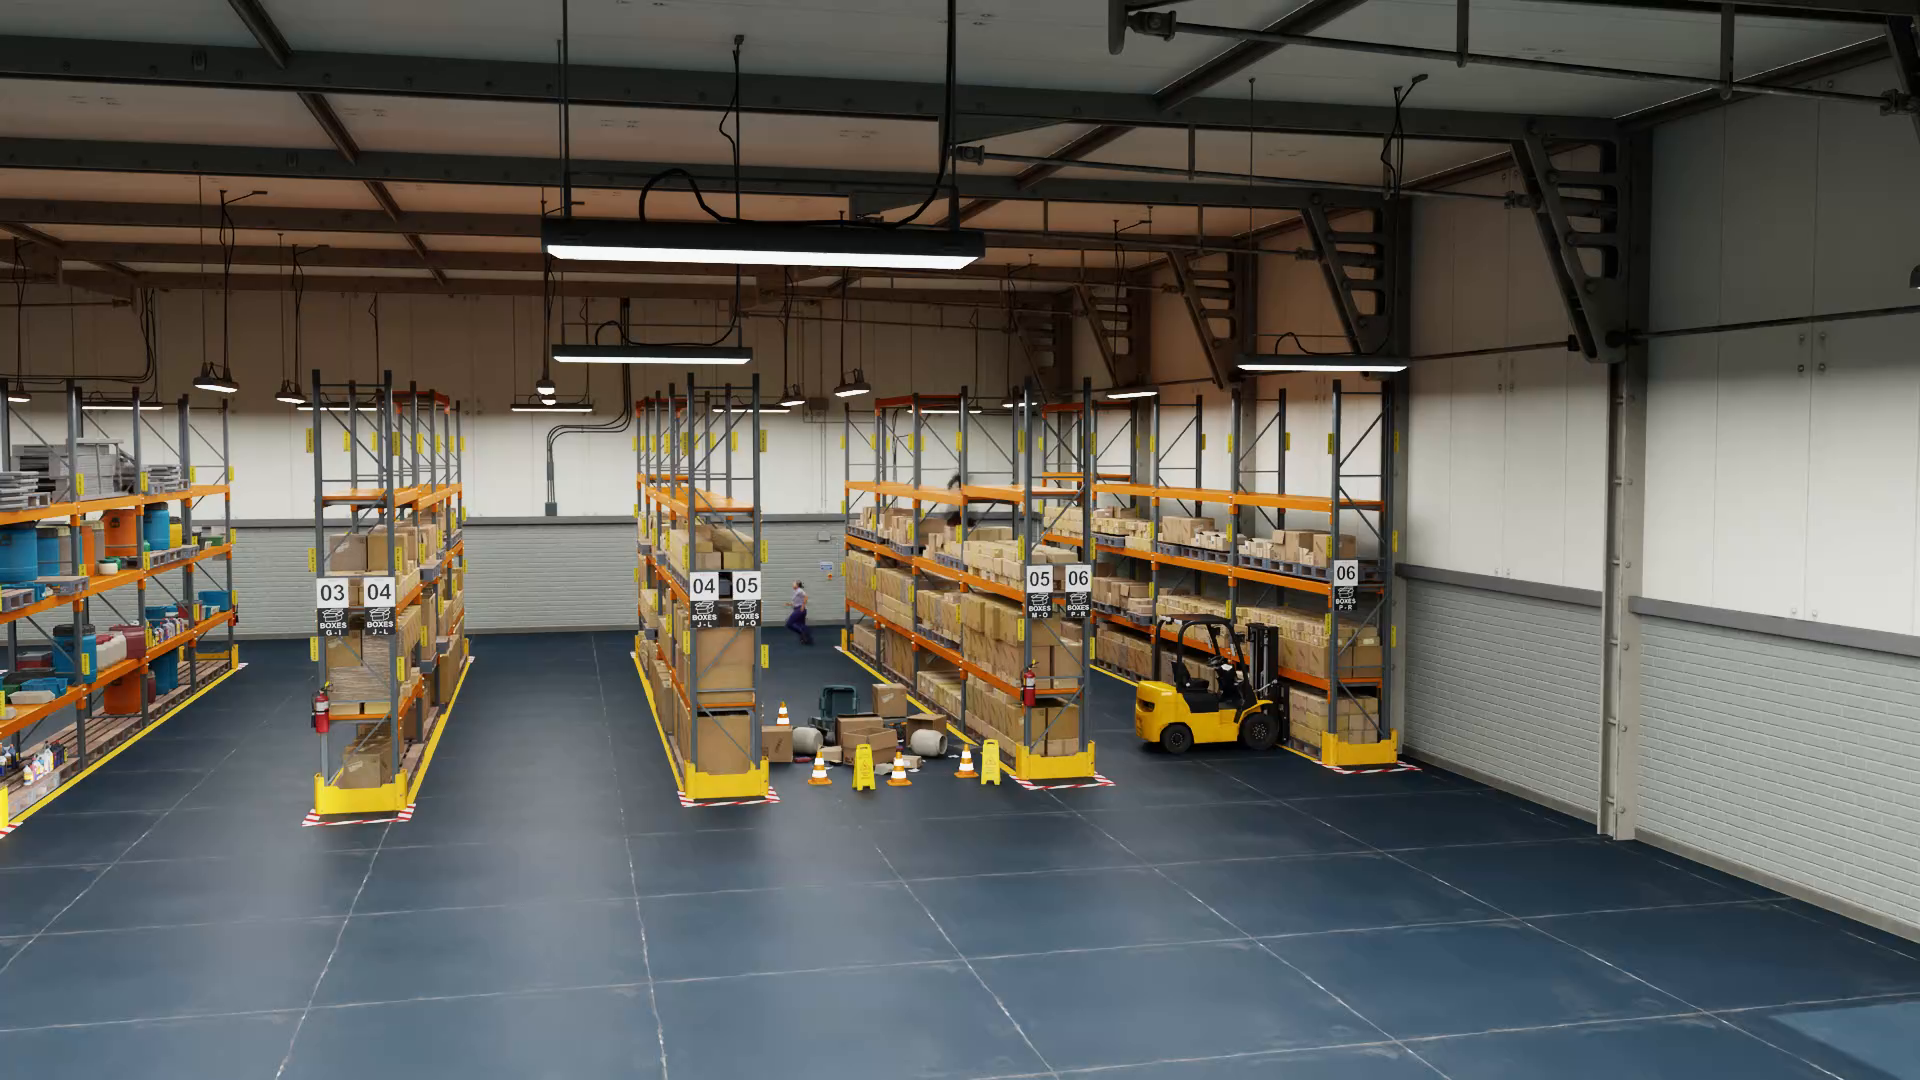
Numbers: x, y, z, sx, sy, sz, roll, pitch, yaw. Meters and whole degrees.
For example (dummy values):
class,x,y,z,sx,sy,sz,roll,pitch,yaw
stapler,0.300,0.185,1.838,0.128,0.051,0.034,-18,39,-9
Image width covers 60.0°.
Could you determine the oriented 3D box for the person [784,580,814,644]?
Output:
class,x,y,z,sx,sy,sz,roll,pitch,yaw
person,-4.022,1.801,41.414,0.747,1.596,0.624,0,3,-3
